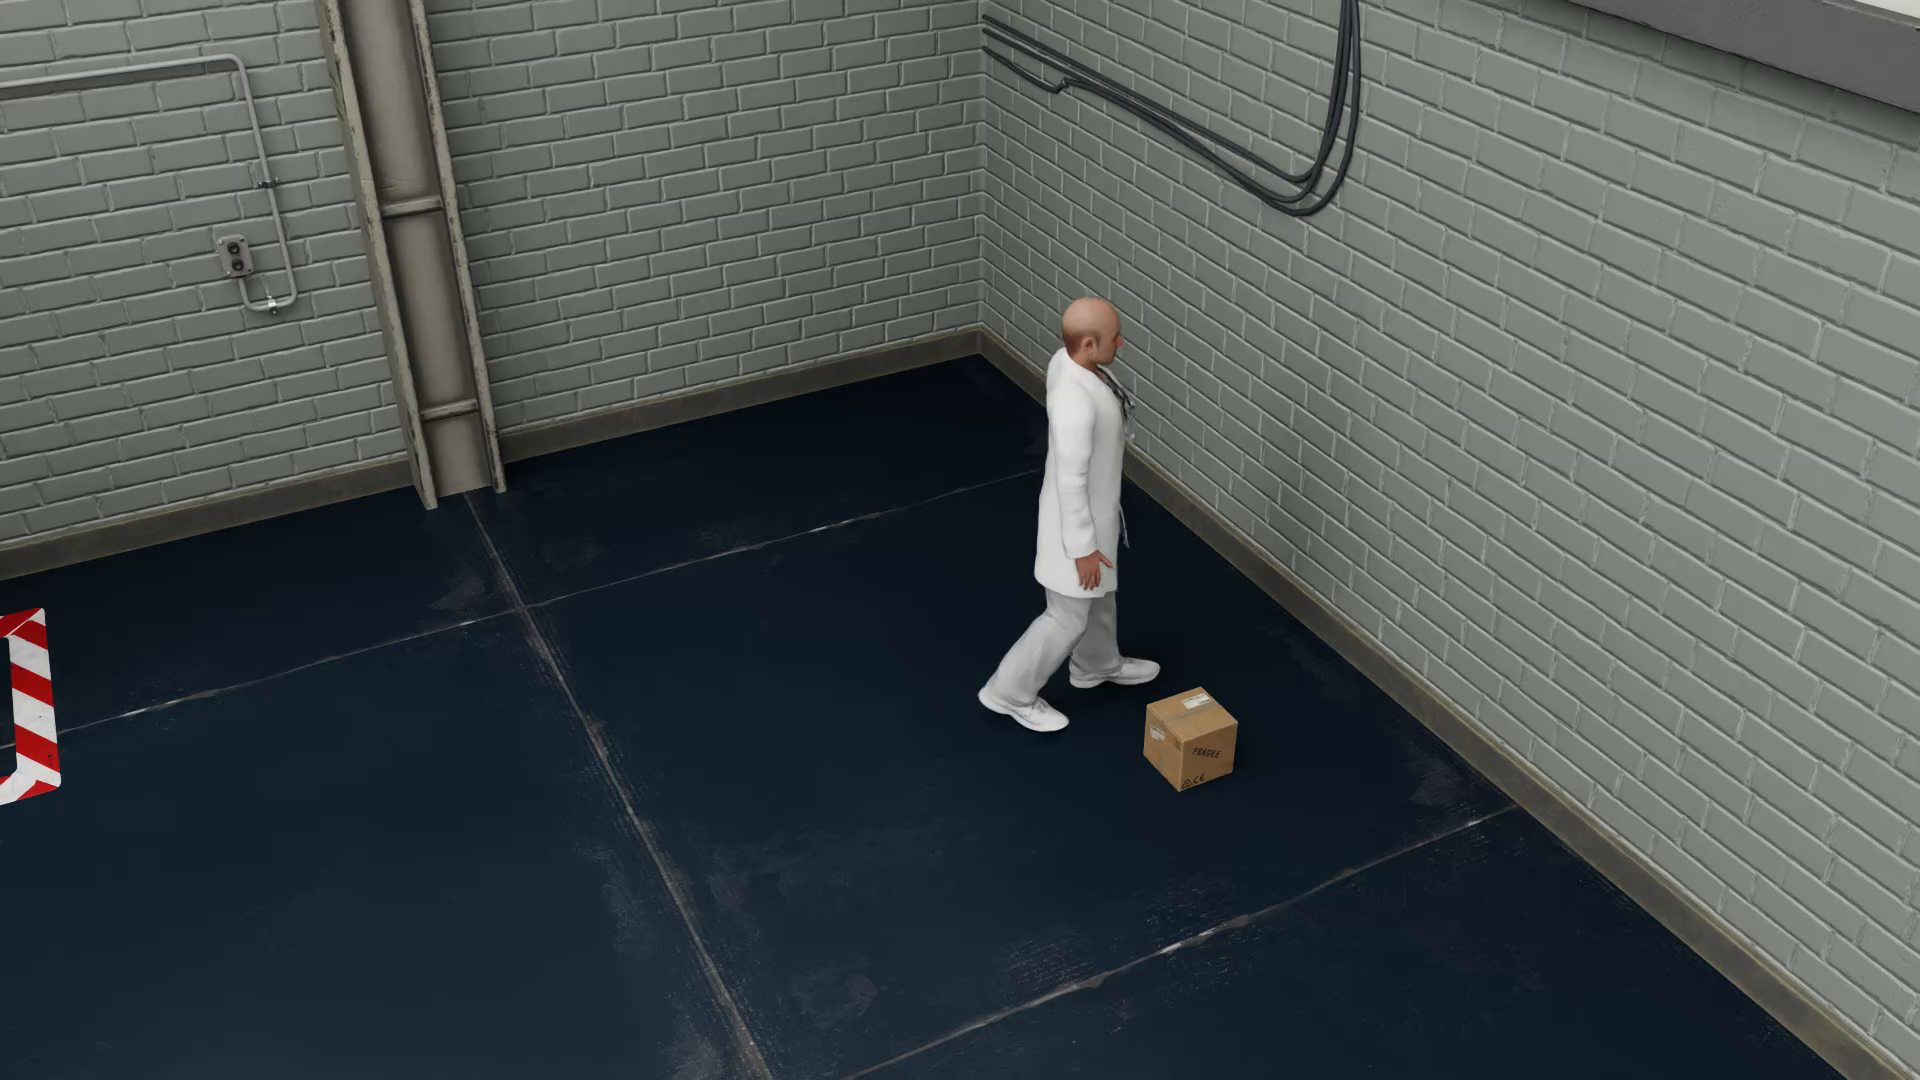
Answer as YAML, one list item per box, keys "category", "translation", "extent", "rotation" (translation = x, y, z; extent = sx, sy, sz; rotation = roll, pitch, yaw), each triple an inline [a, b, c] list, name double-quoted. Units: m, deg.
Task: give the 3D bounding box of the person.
- category: "person"
  translation: [0.446, -0.086, 6.291]
  extent: [0.737, 1.792, 0.651]
  rotation: [2, 33, 3]
